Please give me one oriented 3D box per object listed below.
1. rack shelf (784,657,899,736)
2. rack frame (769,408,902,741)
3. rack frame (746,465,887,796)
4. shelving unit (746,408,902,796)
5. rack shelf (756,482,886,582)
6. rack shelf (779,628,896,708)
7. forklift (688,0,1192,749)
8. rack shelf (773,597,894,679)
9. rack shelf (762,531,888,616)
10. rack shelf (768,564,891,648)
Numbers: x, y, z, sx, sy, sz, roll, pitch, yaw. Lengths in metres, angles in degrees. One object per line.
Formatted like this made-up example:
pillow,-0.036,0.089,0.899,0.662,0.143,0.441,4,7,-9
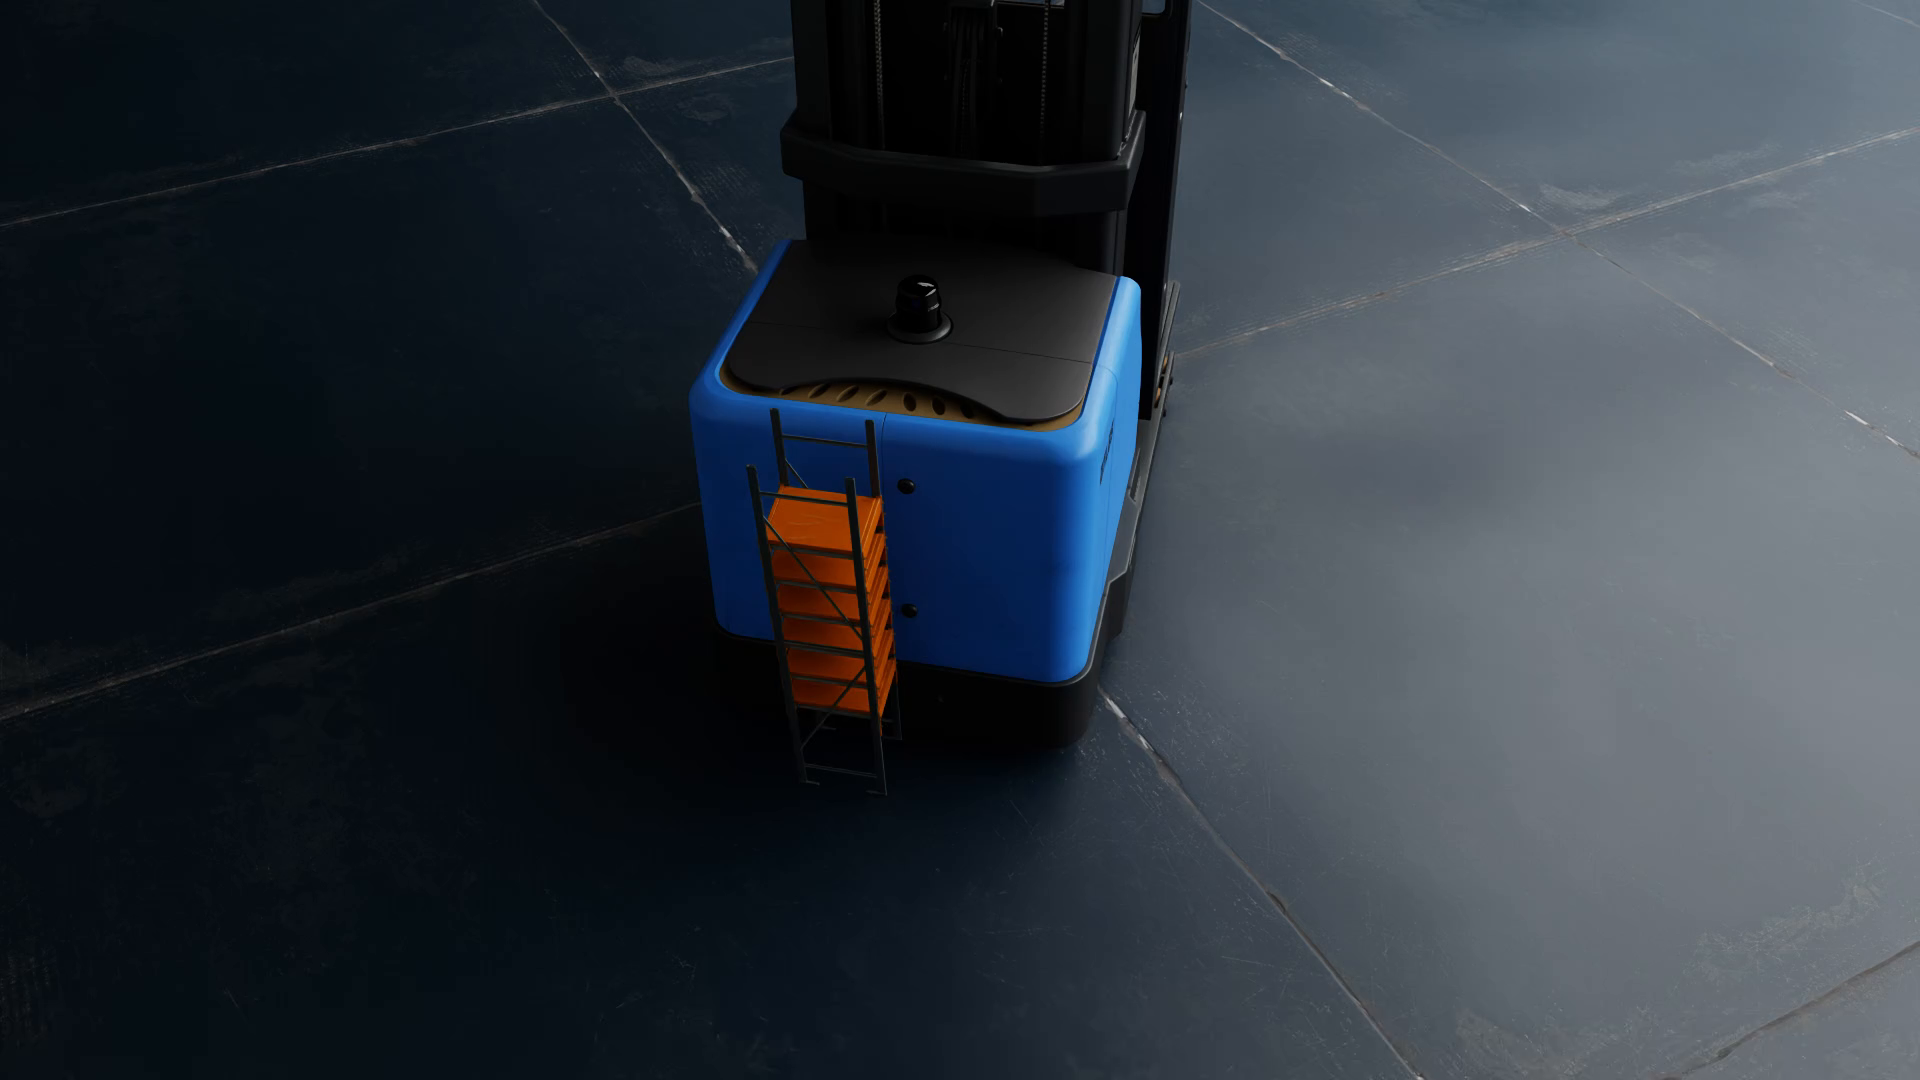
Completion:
rack shelf,-0.304,0.387,4.290,0.258,0.103,0.180,8,48,9
rack frame,-0.293,0.128,4.141,0.240,1.200,0.006,8,48,9
rack frame,-0.329,0.260,4.020,0.240,1.200,0.006,8,48,9
shelving unit,-0.311,0.194,4.081,0.258,1.200,0.189,8,48,9
rack shelf,-0.319,-0.020,3.849,0.258,0.103,0.180,8,48,9
rack shelf,-0.307,0.305,4.202,0.258,0.103,0.180,8,48,9
forklift,0.133,-1.515,4.772,1.130,2.935,3.031,8,41,9
rack shelf,-0.310,0.224,4.113,0.258,0.103,0.180,8,48,9
rack shelf,-0.316,0.062,3.937,0.258,0.103,0.180,8,48,9
rack shelf,-0.313,0.143,4.025,0.258,0.103,0.180,8,48,9
